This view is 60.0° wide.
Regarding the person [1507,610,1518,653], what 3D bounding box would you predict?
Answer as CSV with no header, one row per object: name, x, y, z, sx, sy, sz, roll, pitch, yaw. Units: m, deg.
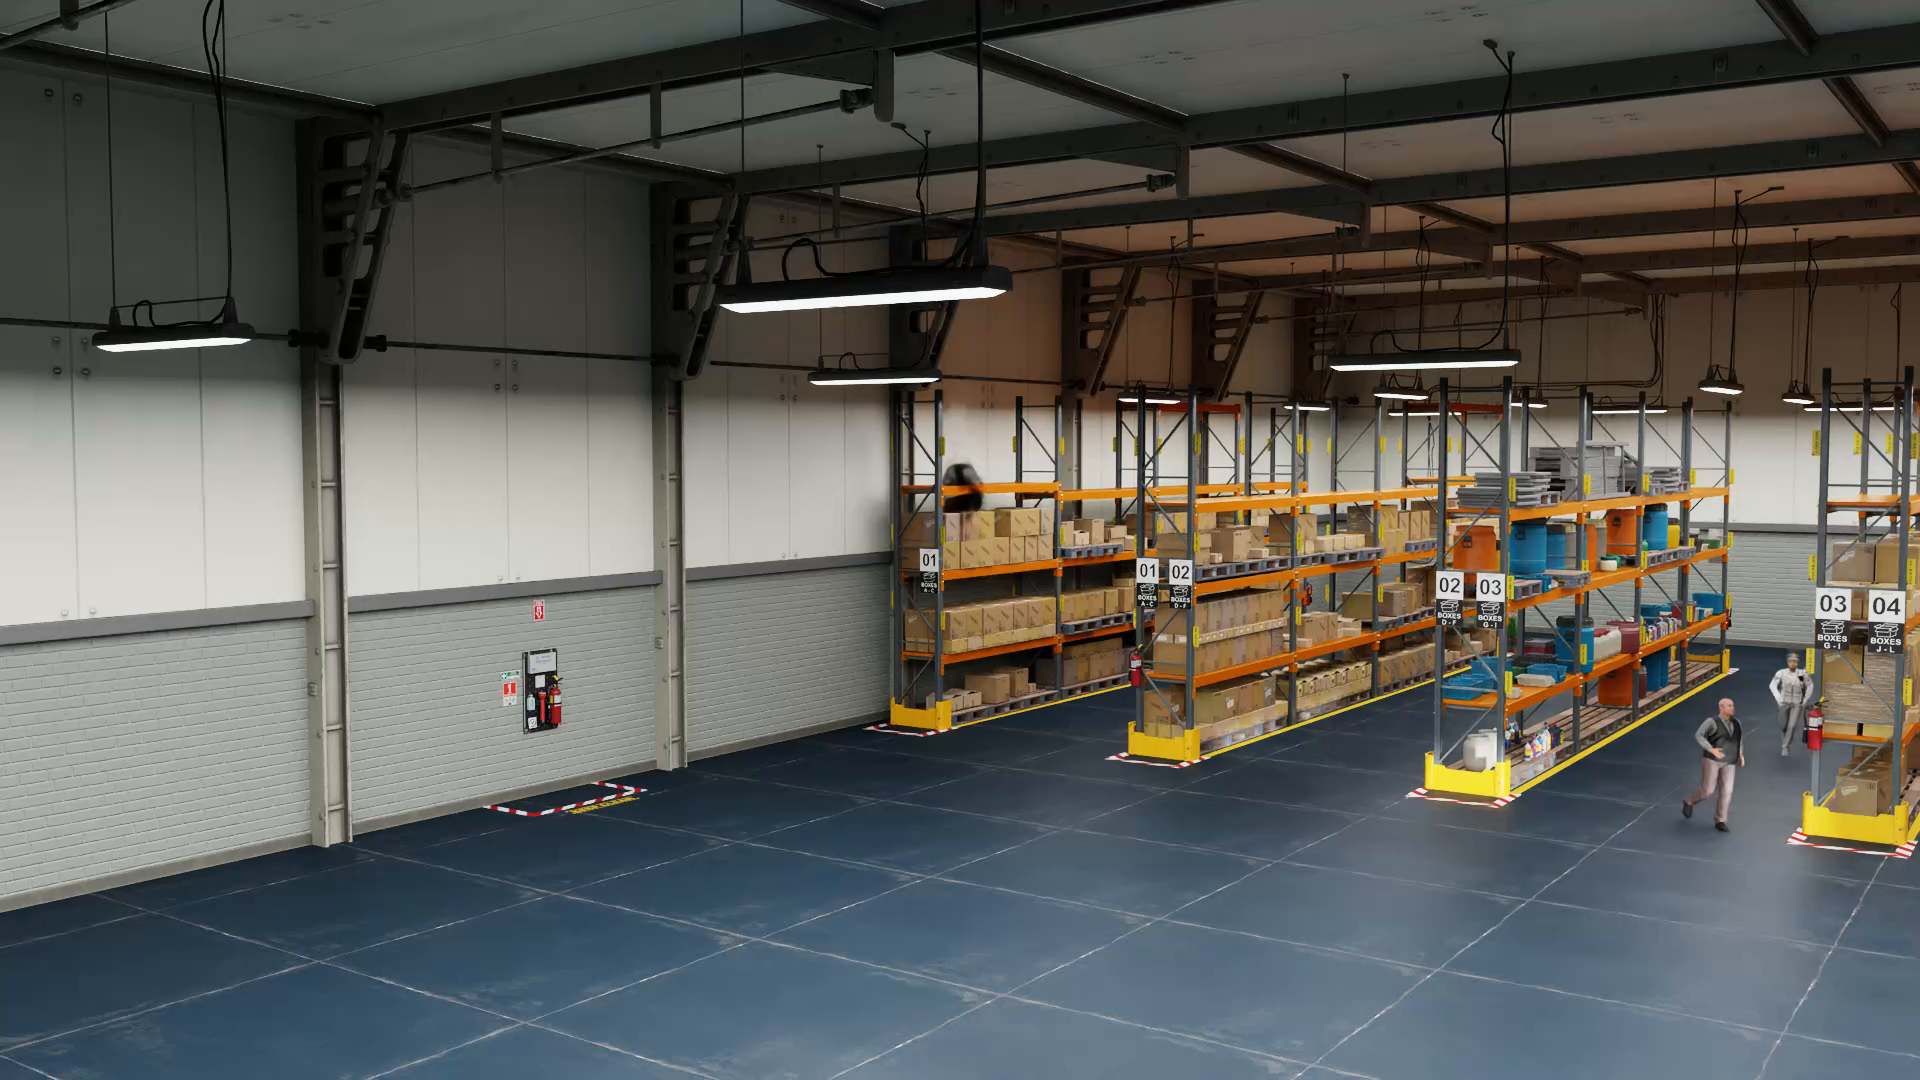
person,13.317,1.872,40.436,0.689,1.734,0.658,-2,4,-34

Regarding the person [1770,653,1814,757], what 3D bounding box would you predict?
person,13.553,2.659,27.107,0.643,1.674,0.724,2,4,25

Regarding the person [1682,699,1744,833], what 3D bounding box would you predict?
person,10.007,2.925,21.828,0.710,1.683,0.916,0,3,-5
